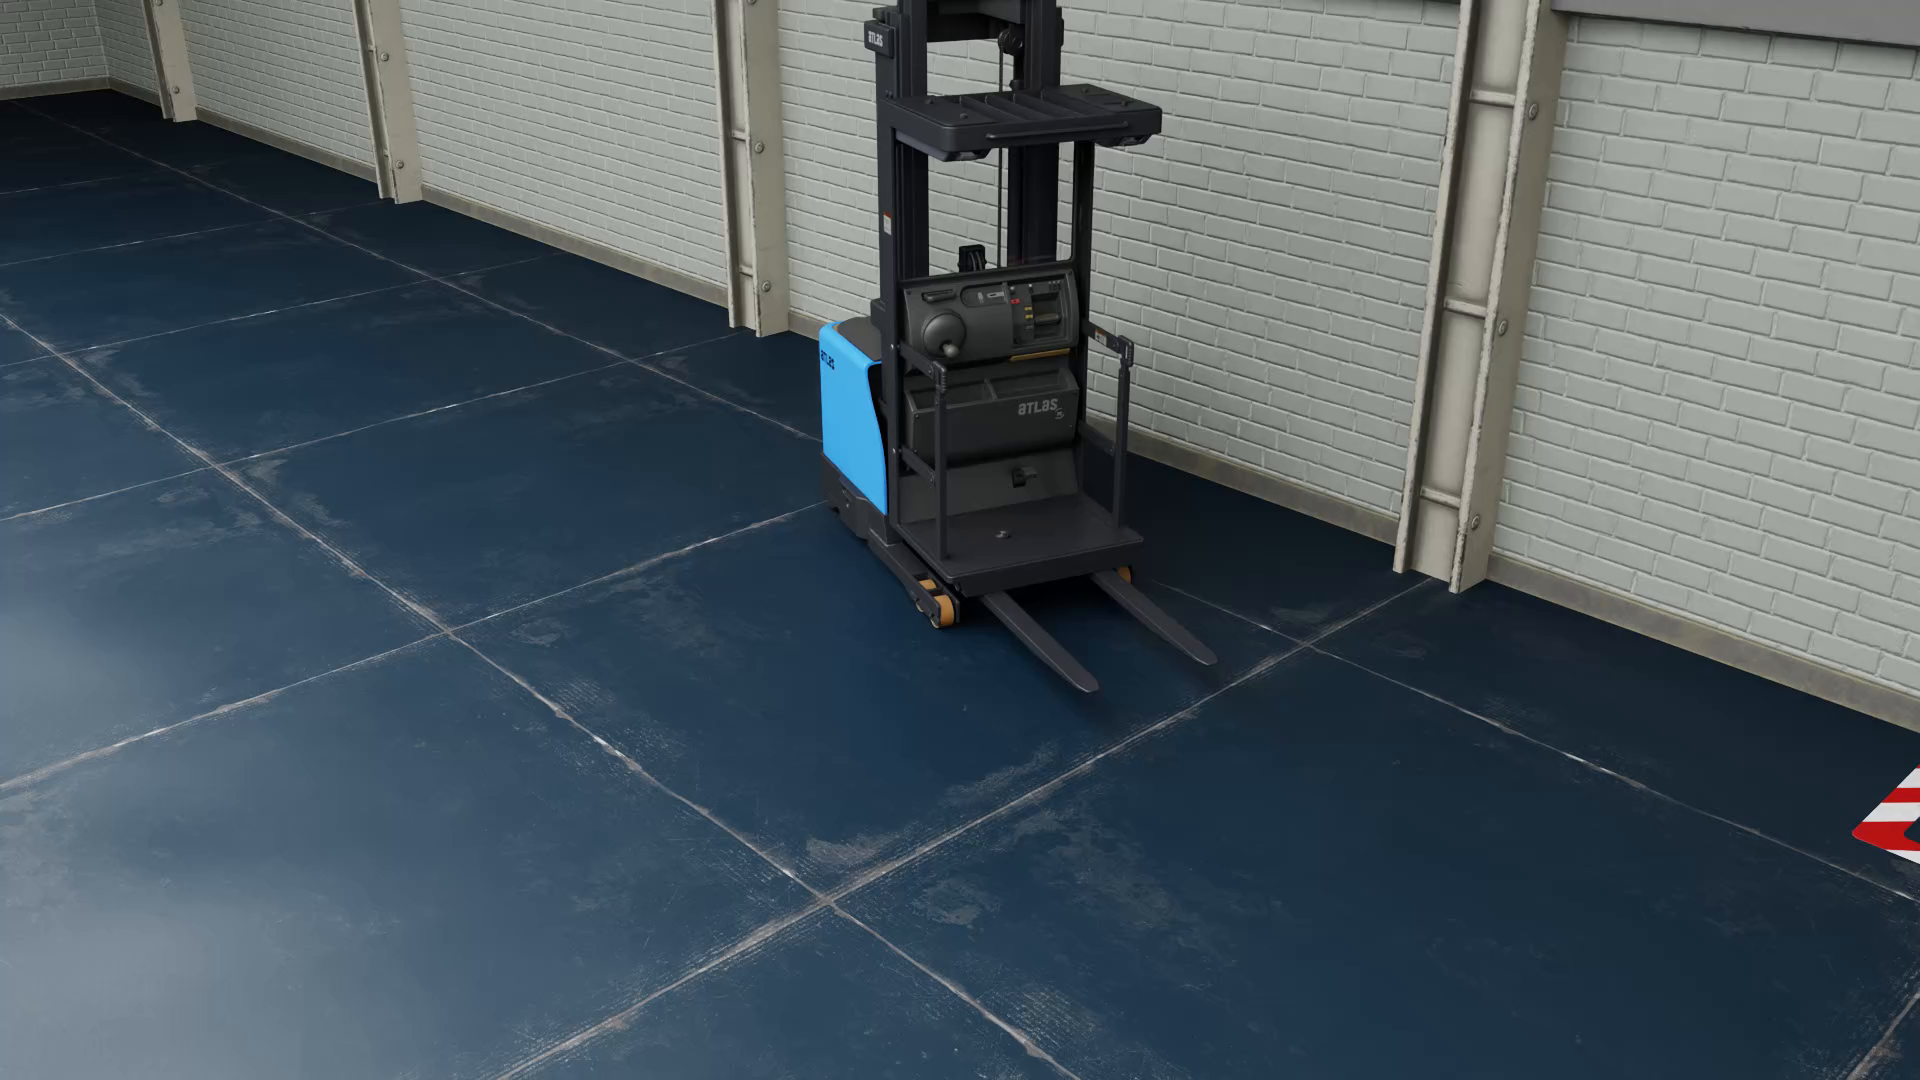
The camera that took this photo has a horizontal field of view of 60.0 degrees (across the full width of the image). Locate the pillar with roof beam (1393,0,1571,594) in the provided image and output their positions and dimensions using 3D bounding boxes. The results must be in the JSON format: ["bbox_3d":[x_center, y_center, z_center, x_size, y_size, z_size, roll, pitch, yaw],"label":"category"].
[{"bbox_3d":[-0.582,-2.696,4.318,9.100,9.000,0.400,-21,32,-38],"label":"pillar with roof beam"}]

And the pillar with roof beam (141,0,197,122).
[{"bbox_3d":[-12.885,-8.150,16.272,9.100,9.000,0.400,-21,32,-38],"label":"pillar with roof beam"}]

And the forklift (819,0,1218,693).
[{"bbox_3d":[0.251,-1.097,8.123,1.130,2.935,3.031,-10,27,-22],"label":"forklift"}]

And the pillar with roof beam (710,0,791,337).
[{"bbox_3d":[-4.683,-4.514,8.303,9.100,9.000,0.400,-21,32,-38],"label":"pillar with roof beam"}]

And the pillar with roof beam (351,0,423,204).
[{"bbox_3d":[-8.784,-6.332,12.287,9.100,9.000,0.400,-21,32,-38],"label":"pillar with roof beam"}]
